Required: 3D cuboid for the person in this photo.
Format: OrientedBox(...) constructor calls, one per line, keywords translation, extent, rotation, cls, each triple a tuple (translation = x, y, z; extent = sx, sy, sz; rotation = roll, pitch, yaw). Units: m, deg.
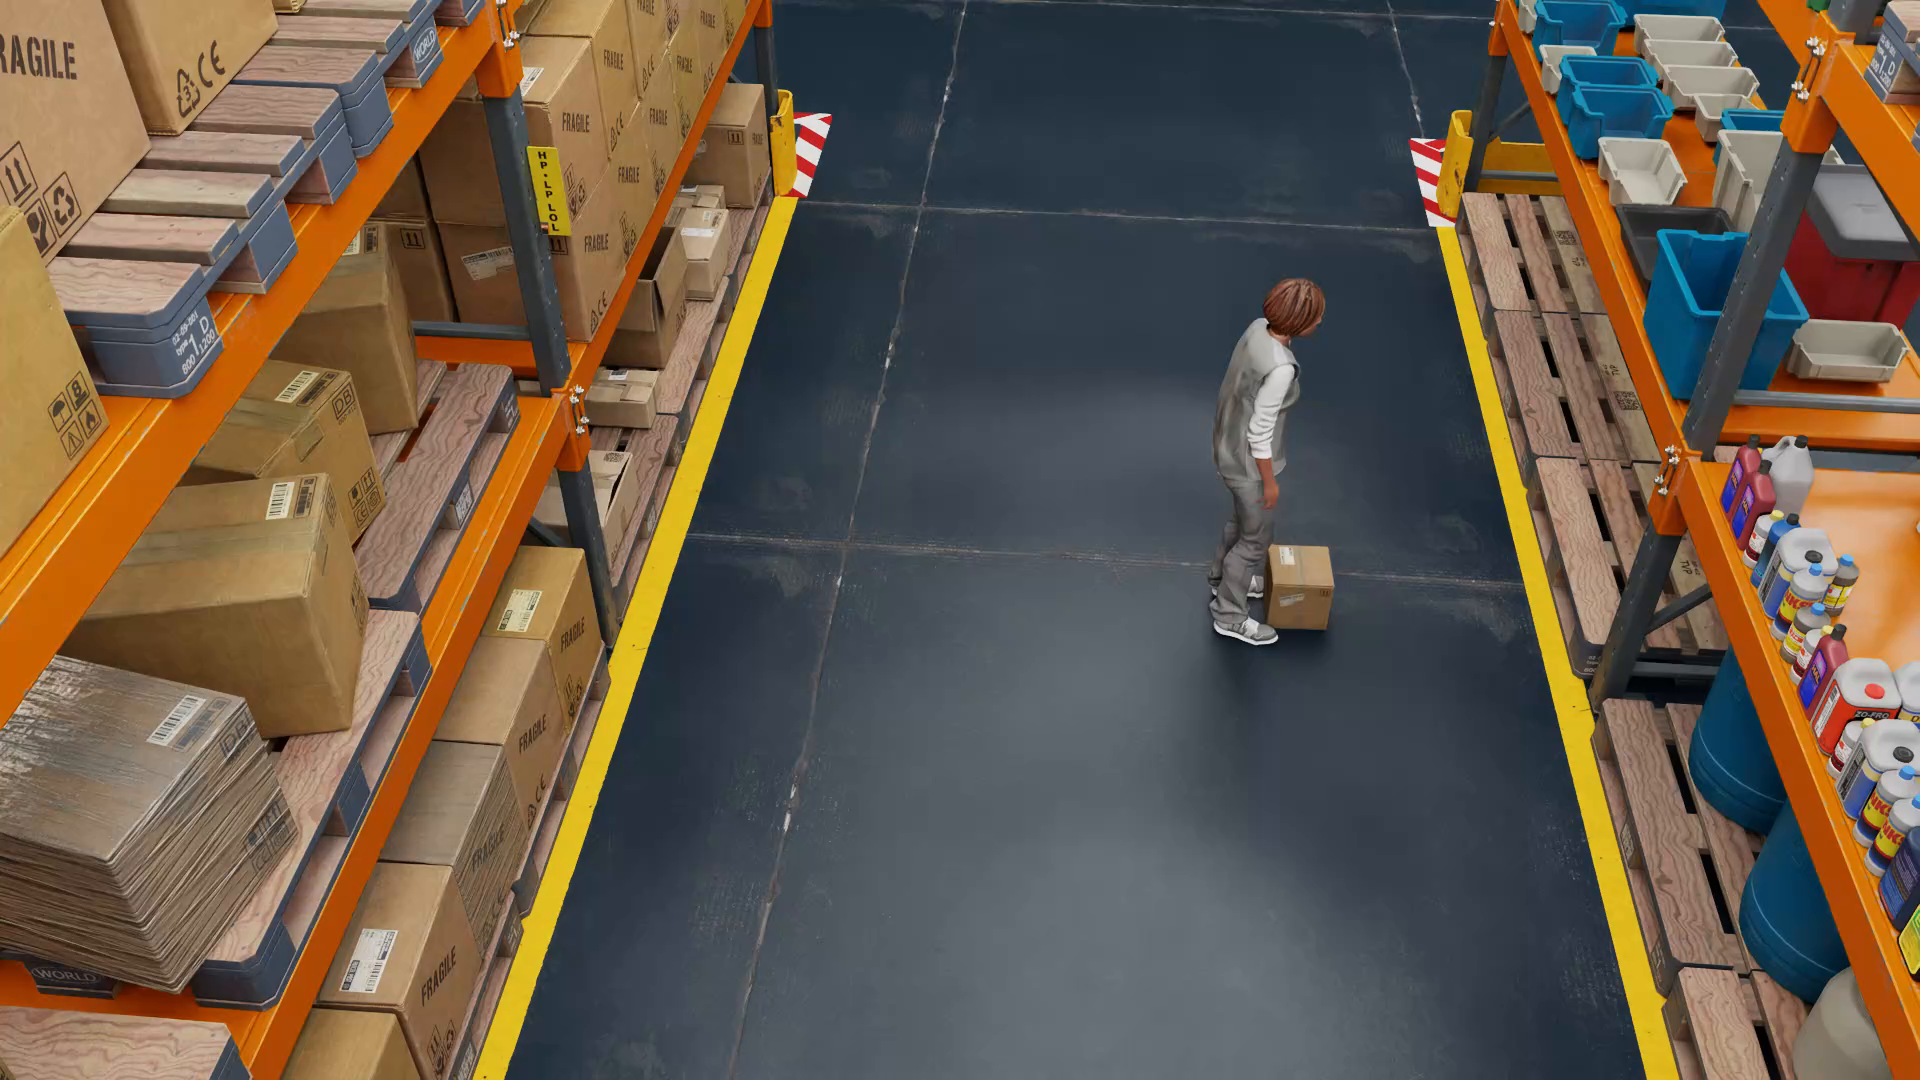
OrientedBox(translation=(1.167, -0.319, 6.539), extent=(0.350, 1.591, 0.480), rotation=(1, 41, 1), cls="person")
